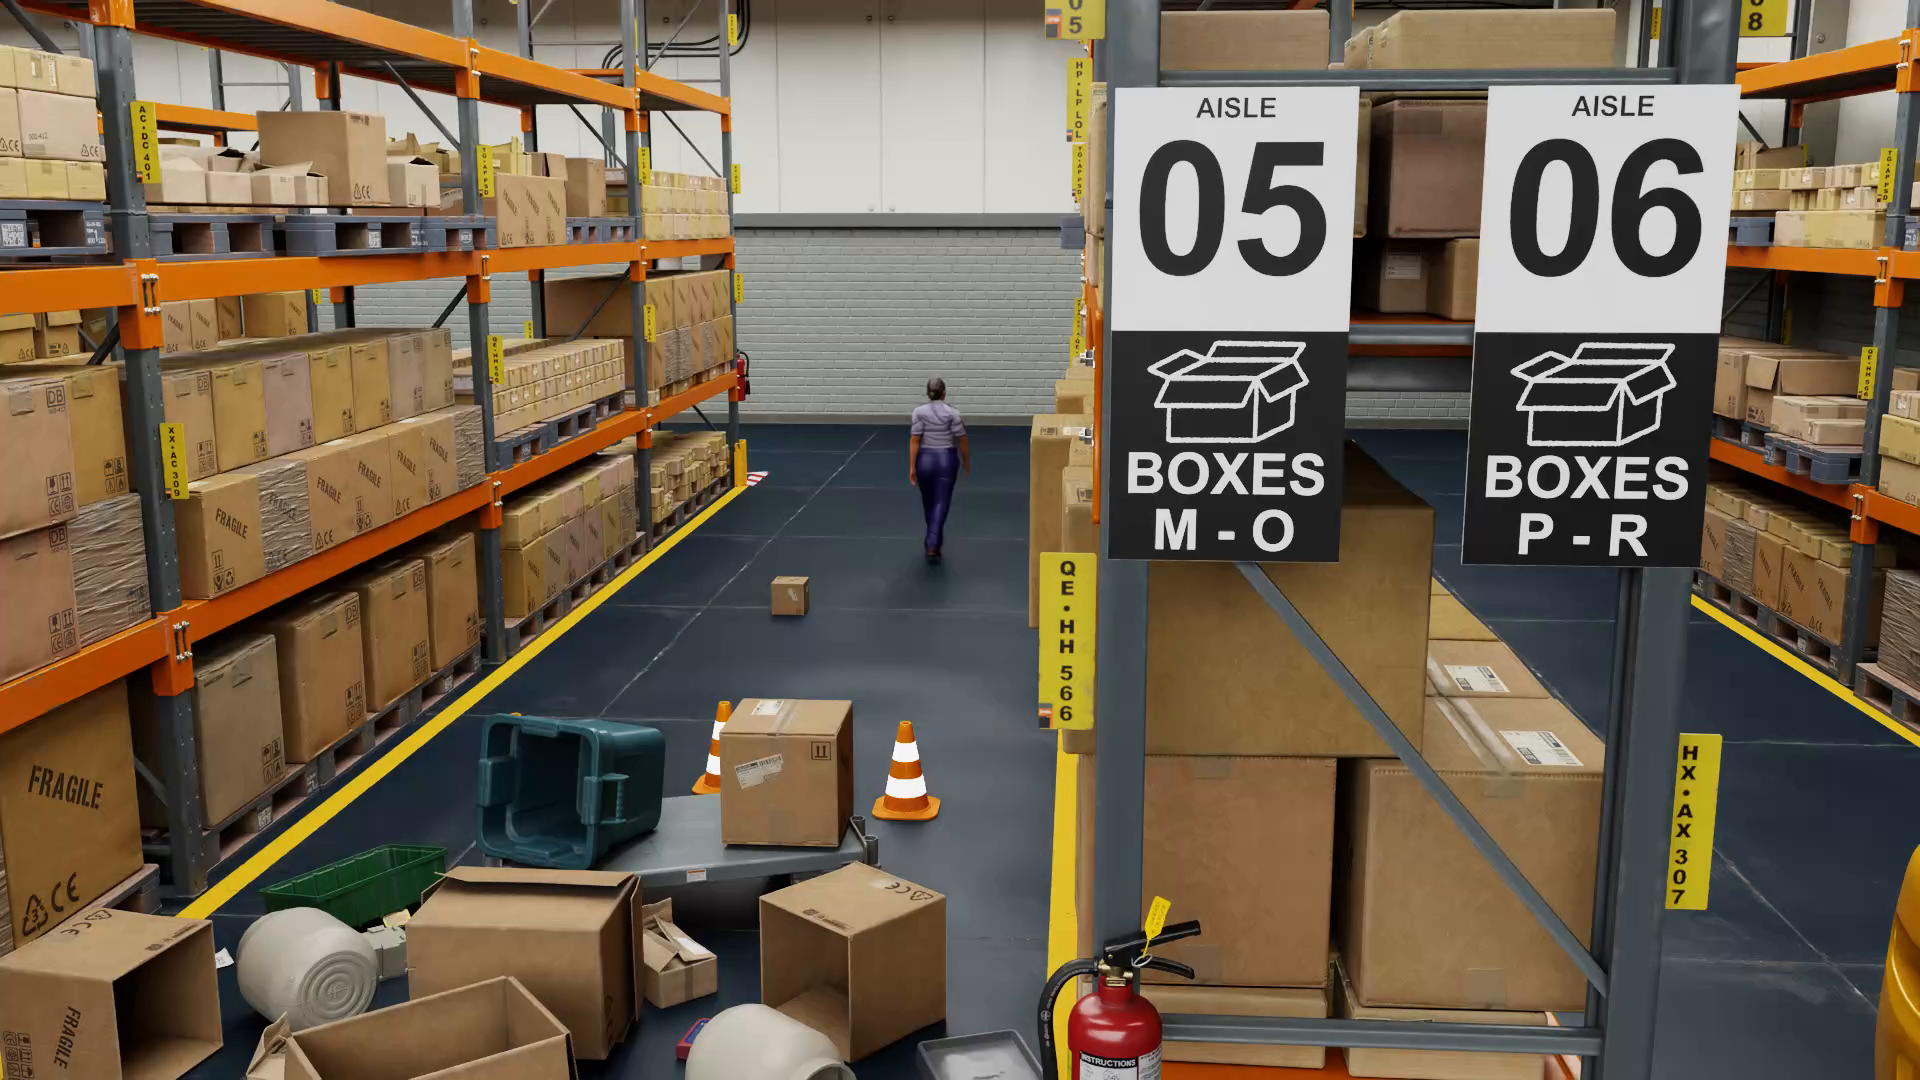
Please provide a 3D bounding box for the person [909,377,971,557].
[{"bbox_3d":[-0.168,-0.673,14.975,0.496,1.563,1.030,3,11,14],"label":"person"}]
